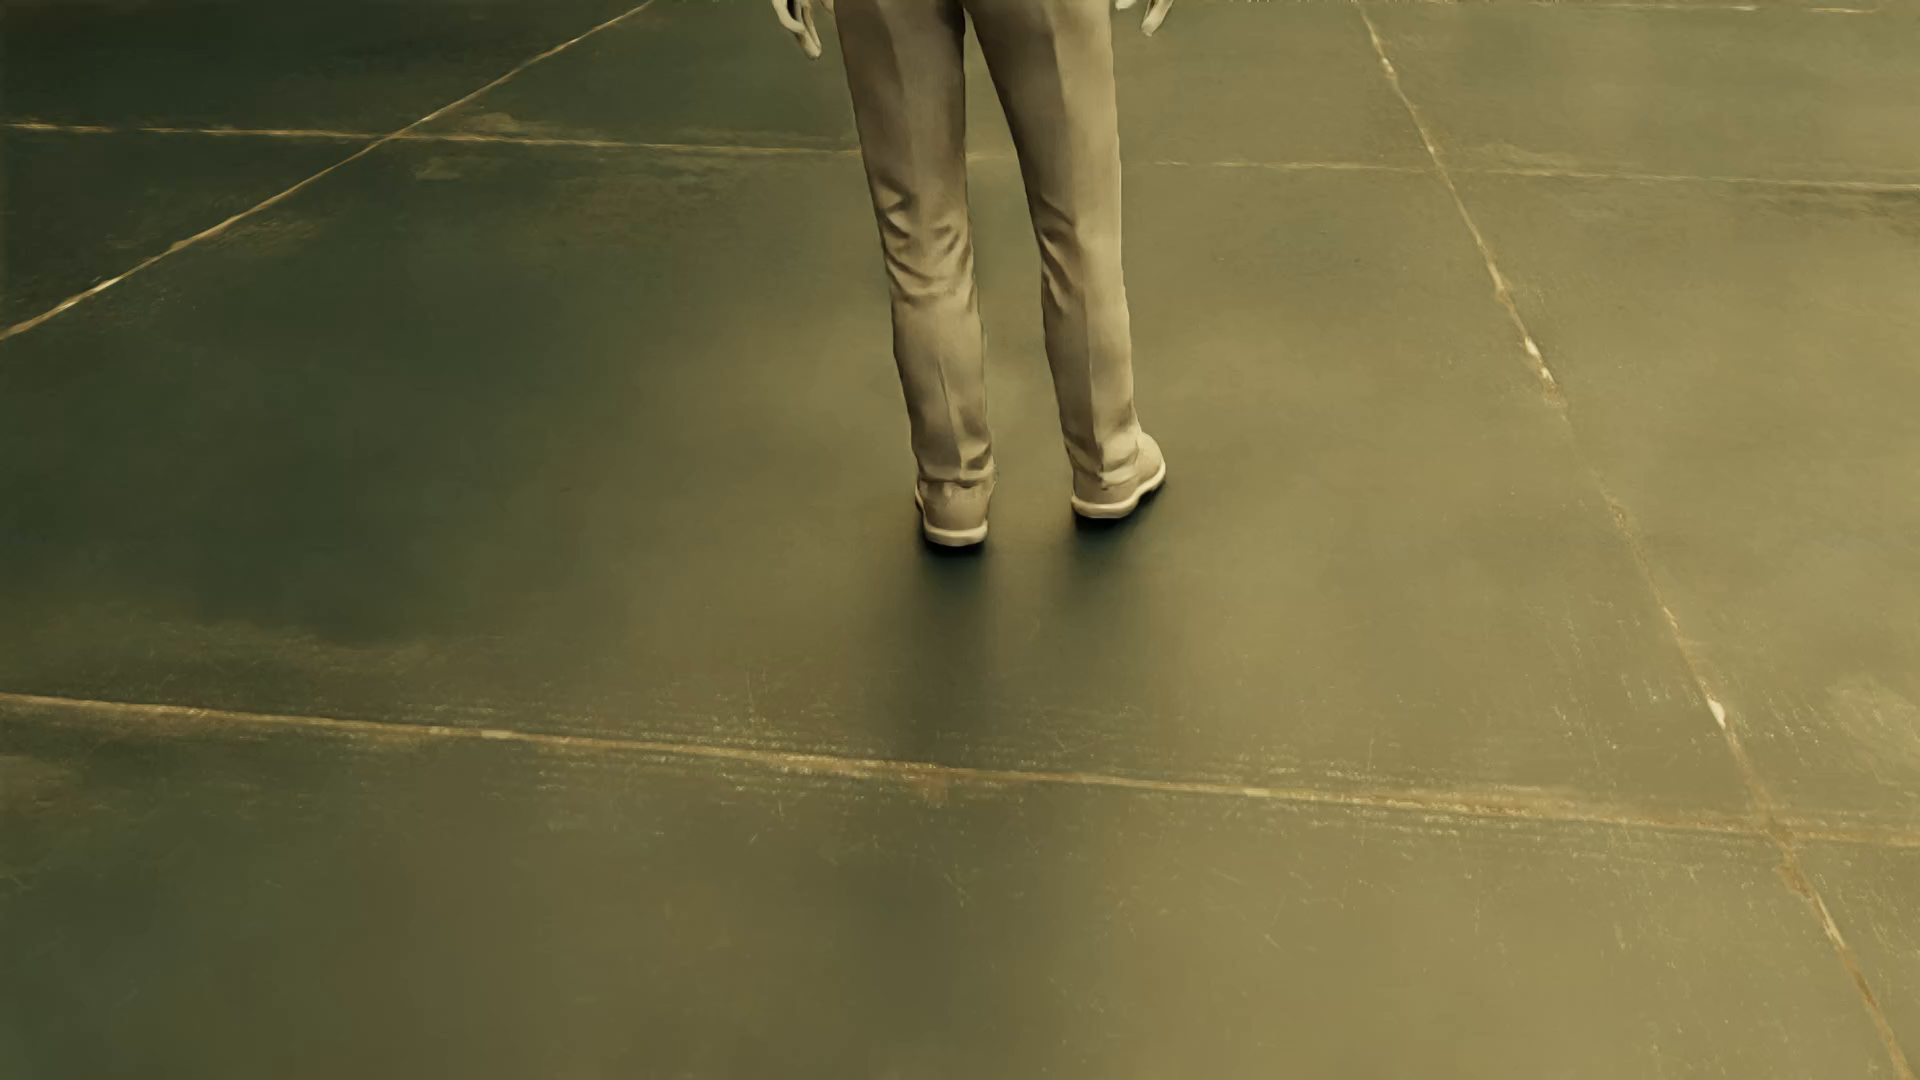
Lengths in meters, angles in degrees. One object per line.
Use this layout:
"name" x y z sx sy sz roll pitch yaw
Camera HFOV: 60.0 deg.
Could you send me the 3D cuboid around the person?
"person" 0.016 -0.795 2.177 0.586 1.695 0.532 3 27 7
